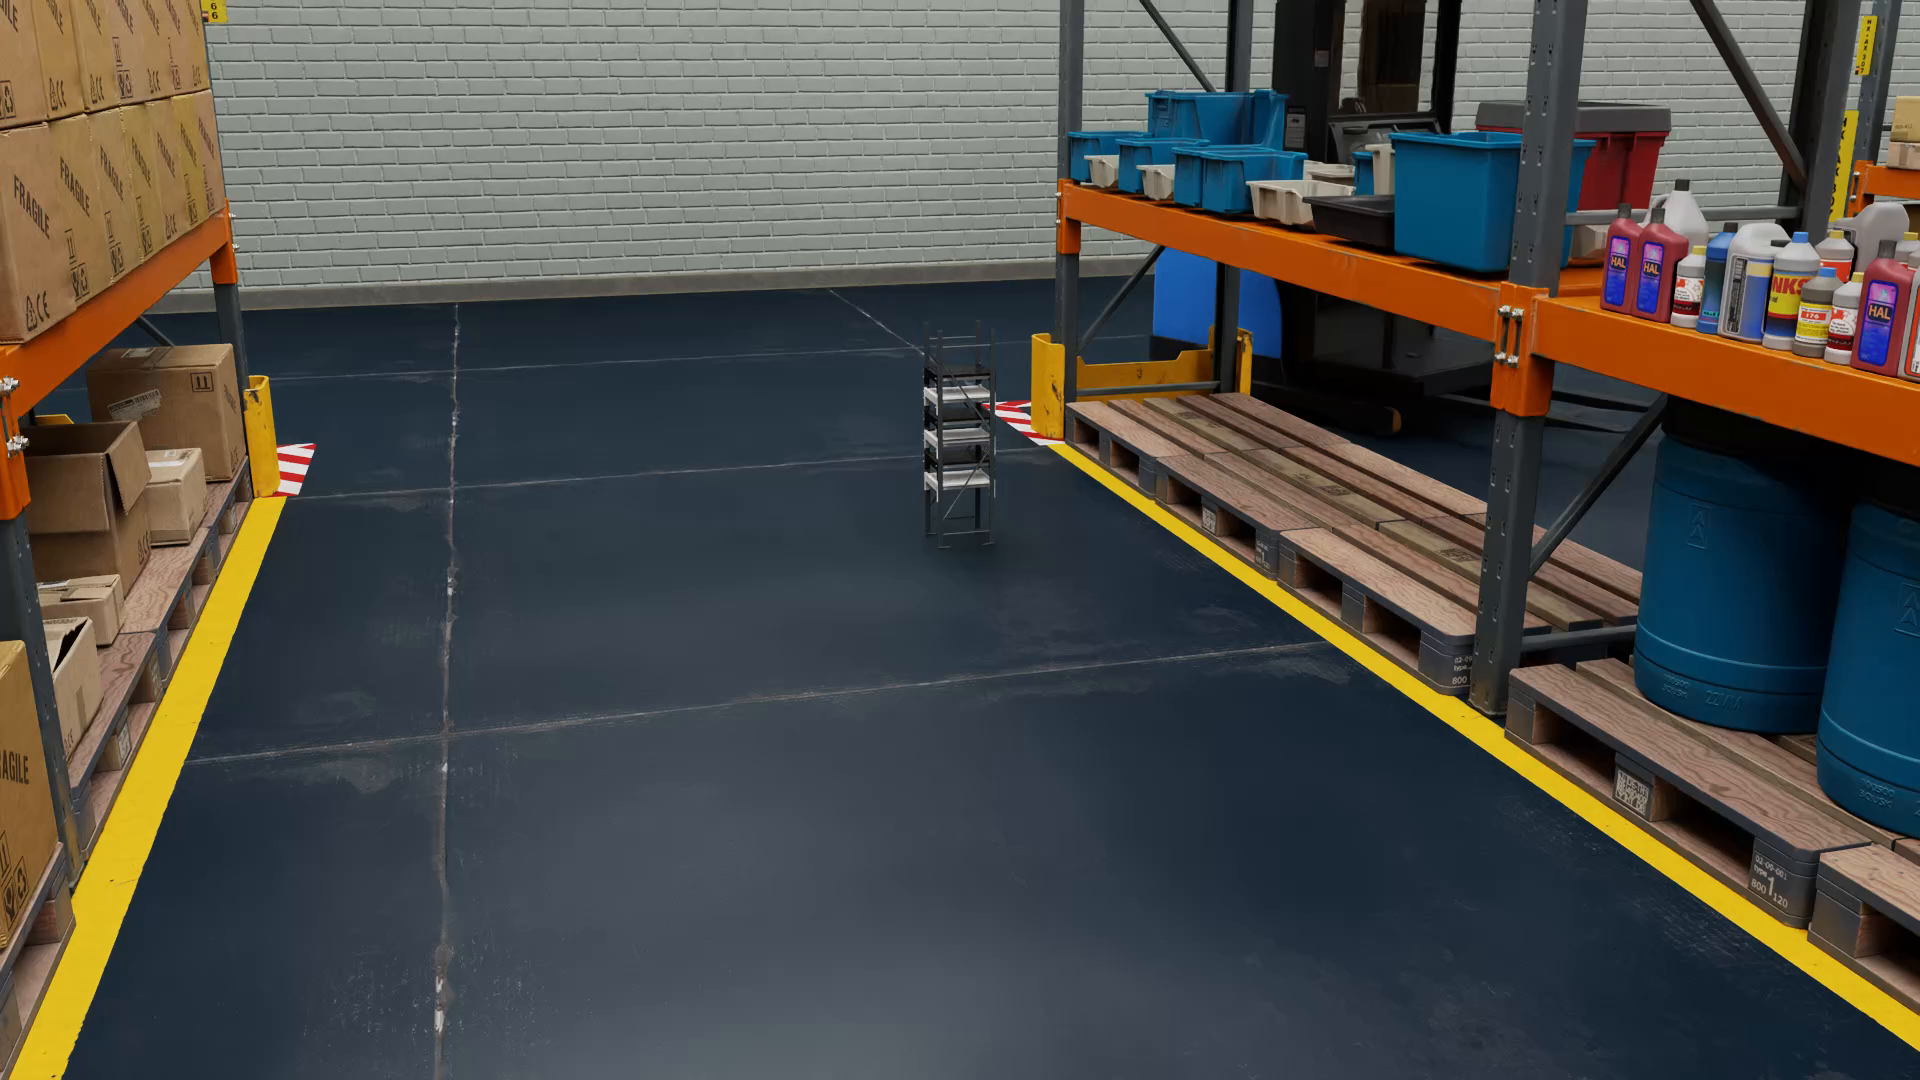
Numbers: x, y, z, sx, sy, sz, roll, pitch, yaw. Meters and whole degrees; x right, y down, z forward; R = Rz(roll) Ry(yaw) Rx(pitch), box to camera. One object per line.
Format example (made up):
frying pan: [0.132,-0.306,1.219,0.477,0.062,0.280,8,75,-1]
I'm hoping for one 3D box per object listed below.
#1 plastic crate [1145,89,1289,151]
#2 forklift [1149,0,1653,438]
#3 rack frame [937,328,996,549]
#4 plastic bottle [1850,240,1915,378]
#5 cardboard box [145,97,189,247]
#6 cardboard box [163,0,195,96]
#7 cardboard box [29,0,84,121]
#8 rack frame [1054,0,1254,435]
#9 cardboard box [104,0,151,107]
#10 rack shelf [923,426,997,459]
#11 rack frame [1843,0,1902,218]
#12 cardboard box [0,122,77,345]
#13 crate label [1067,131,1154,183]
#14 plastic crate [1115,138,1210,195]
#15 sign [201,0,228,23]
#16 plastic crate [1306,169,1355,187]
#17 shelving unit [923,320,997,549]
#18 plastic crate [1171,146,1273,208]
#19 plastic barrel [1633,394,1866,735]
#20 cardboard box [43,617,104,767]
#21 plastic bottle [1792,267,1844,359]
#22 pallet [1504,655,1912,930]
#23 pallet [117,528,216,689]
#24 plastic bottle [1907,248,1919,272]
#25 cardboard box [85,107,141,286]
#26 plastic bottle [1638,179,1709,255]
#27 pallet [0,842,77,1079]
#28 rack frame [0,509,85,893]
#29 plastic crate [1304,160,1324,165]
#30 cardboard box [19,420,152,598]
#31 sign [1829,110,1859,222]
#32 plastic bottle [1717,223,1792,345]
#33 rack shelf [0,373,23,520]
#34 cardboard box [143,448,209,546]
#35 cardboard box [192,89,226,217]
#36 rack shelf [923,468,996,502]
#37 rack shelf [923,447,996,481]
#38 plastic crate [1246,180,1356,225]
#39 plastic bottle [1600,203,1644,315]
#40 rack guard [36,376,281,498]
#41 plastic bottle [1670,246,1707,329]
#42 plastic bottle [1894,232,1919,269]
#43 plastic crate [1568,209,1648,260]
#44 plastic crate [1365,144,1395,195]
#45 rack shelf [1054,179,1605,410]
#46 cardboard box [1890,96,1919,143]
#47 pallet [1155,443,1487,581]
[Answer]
plastic crate: [1.266,-2.016,8.284,0.616,0.435,0.499,-5,17,-15]
forklift: [2.453,-2.101,8.851,1.130,2.935,3.031,-13,21,-37]
rack frame: [0.026,-0.405,6.736,0.240,0.900,0.006,-5,17,-15]
plastic bottle: [2.028,-0.505,3.622,0.061,0.283,0.133,-5,17,-15]
cardboard box: [-3.107,-1.321,5.964,0.500,0.500,0.500,-5,17,-15]
cardboard box: [-3.243,-1.943,6.296,0.500,0.500,0.500,-4,17,-14]
cardboard box: [-2.671,-1.373,4.398,0.500,0.500,0.500,-5,18,-17]
rack frame: [0.994,-2.048,8.557,1.000,3.000,0.127,-5,17,-15]
cardboard box: [-2.955,-1.658,5.347,0.500,0.500,0.500,-4,17,-14]
rack shelf: [-0.002,-0.401,6.840,0.258,0.077,0.200,-5,17,-15]
rack frame: [5.757,-2.440,9.860,1.000,3.000,0.127,-5,17,-15]
cardboard box: [-2.548,-0.762,4.100,0.500,0.500,0.500,-4,17,-14]
crate label: [0.746,-1.902,8.258,0.416,0.233,0.303,-5,17,-15]
plastic crate: [0.926,-1.720,7.652,0.416,0.233,0.300,-5,17,-15]
sign: [-3.230,-2.402,7.172,0.100,0.325,0.005,-5,17,-15]
plastic crate: [1.657,-1.503,7.094,0.298,0.136,0.250,-5,17,-15]
shelving unit: [-0.002,-0.433,6.830,0.258,0.900,0.210,-5,17,-15]
plastic crate: [1.107,-1.538,7.046,0.416,0.233,0.300,-5,17,-15]
plastic barrel: [2.227,0.014,4.609,0.600,0.901,0.708,-5,17,-15]
cardboard box: [-2.577,0.393,4.340,0.500,0.311,0.500,-5,17,-15]
plastic bottle: [1.987,-0.526,3.835,0.097,0.201,0.097,0,17,0]
pallet: [2.266,0.610,4.553,1.003,0.211,1.213,-5,17,-15]
pallet: [-3.197,0.256,5.732,1.003,0.211,1.213,-5,17,-15]
plastic bottle: [2.549,-0.692,4.386,0.097,0.201,0.097,0,17,0]
cardboard box: [-2.827,-1.042,5.032,0.500,0.500,0.500,-5,17,-16]
plastic bottle: [1.890,-0.784,4.434,0.144,0.351,0.185,-5,17,-15]
pallet: [-2.410,1.006,3.235,1.003,0.211,1.213,-5,17,-15]
rack frame: [-2.670,-0.551,3.573,1.000,3.000,0.127,-5,17,-15]
plastic crate: [1.458,-1.658,7.612,0.396,0.136,0.243,-5,17,-15]
cardboard box: [-3.191,-0.086,5.597,0.797,0.503,0.637,-5,17,-15]
sign: [2.623,-1.117,4.976,0.100,0.325,0.005,-5,17,-15]
plastic bottle: [1.955,-0.623,4.028,0.152,0.276,0.135,-5,17,-15]
rack shelf: [-2.120,0.347,1.835,1.077,0.370,4.000,-5,17,-15]
cardboard box: [-3.151,-0.155,6.270,0.500,0.250,0.500,-5,17,-15]
cardboard box: [-3.385,-1.603,6.901,0.500,0.500,0.500,-4,17,-14]
rack shelf: [-0.002,-0.229,6.891,0.258,0.077,0.200,-5,17,-15]
rack shelf: [-0.002,-0.315,6.866,0.258,0.077,0.200,-5,17,-15]
plastic crate: [1.326,-1.302,6.427,0.293,0.136,0.466,-5,17,-15]
plastic bottle: [1.784,-0.751,4.440,0.061,0.283,0.133,-5,17,-15]
rack guard: [-3.749,-0.439,7.546,1.175,0.500,0.348,-5,17,-15]
plastic bottle: [1.870,-0.644,4.228,0.097,0.201,0.097,0,17,0]
plastic bottle: [2.571,-0.733,4.524,0.097,0.201,0.097,0,17,0]
plastic crate: [2.103,-0.984,5.369,0.396,0.136,0.243,-5,17,-15]
plastic crate: [1.851,-1.351,6.336,0.437,0.282,0.530,-5,17,-15]
rack shelf: [1.544,-1.150,6.818,1.077,0.370,4.000,-5,17,-15]
cardboard box: [5.629,-2.356,9.326,0.500,0.250,0.500,-5,17,-17]
pallet: [1.515,-0.145,7.067,1.003,0.211,1.213,-5,17,-15]
